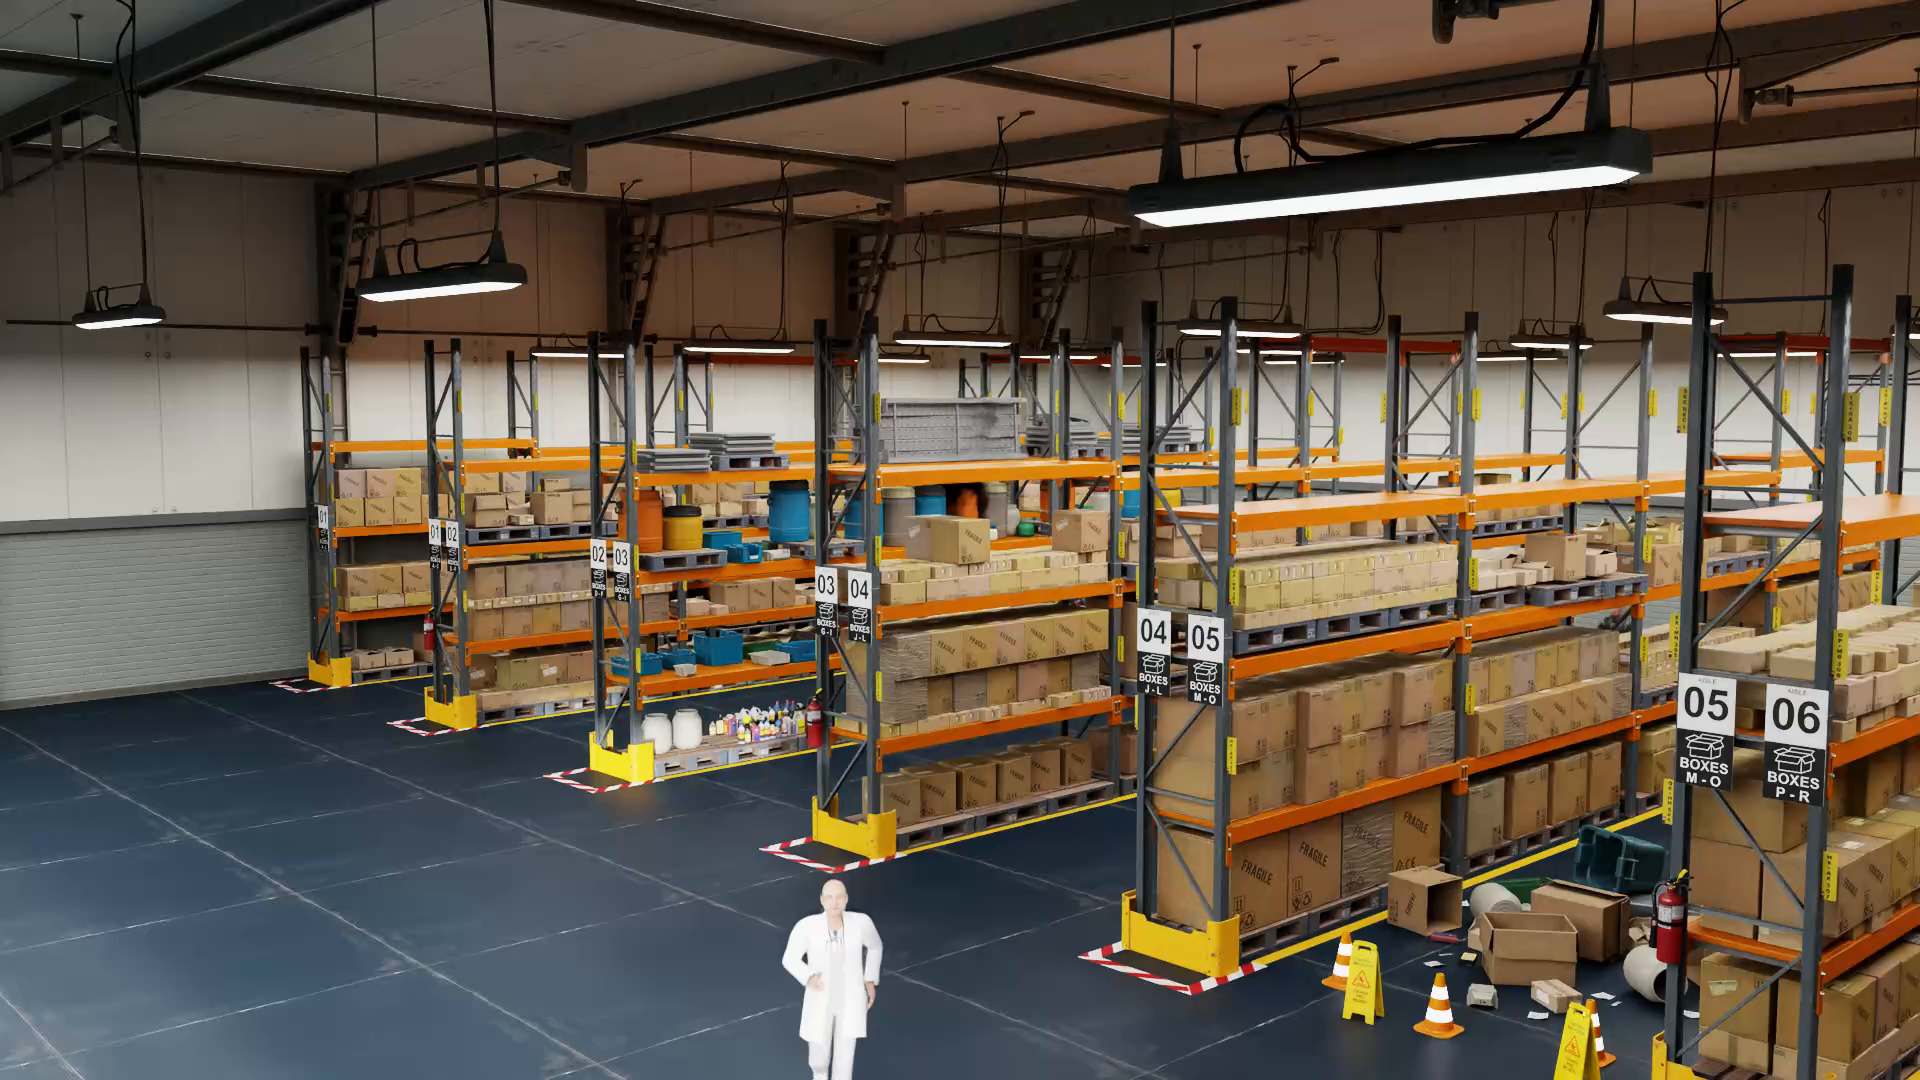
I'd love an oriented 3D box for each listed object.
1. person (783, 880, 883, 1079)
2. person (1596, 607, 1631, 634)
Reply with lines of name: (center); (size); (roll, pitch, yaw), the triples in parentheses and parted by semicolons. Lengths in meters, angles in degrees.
person: (-0.891, 3.253, 11.762); (0.718, 1.746, 0.834); (-1, 5, -7)
person: (10.855, 1.900, 27.576); (0.695, 1.722, 0.849); (3, 6, 29)
